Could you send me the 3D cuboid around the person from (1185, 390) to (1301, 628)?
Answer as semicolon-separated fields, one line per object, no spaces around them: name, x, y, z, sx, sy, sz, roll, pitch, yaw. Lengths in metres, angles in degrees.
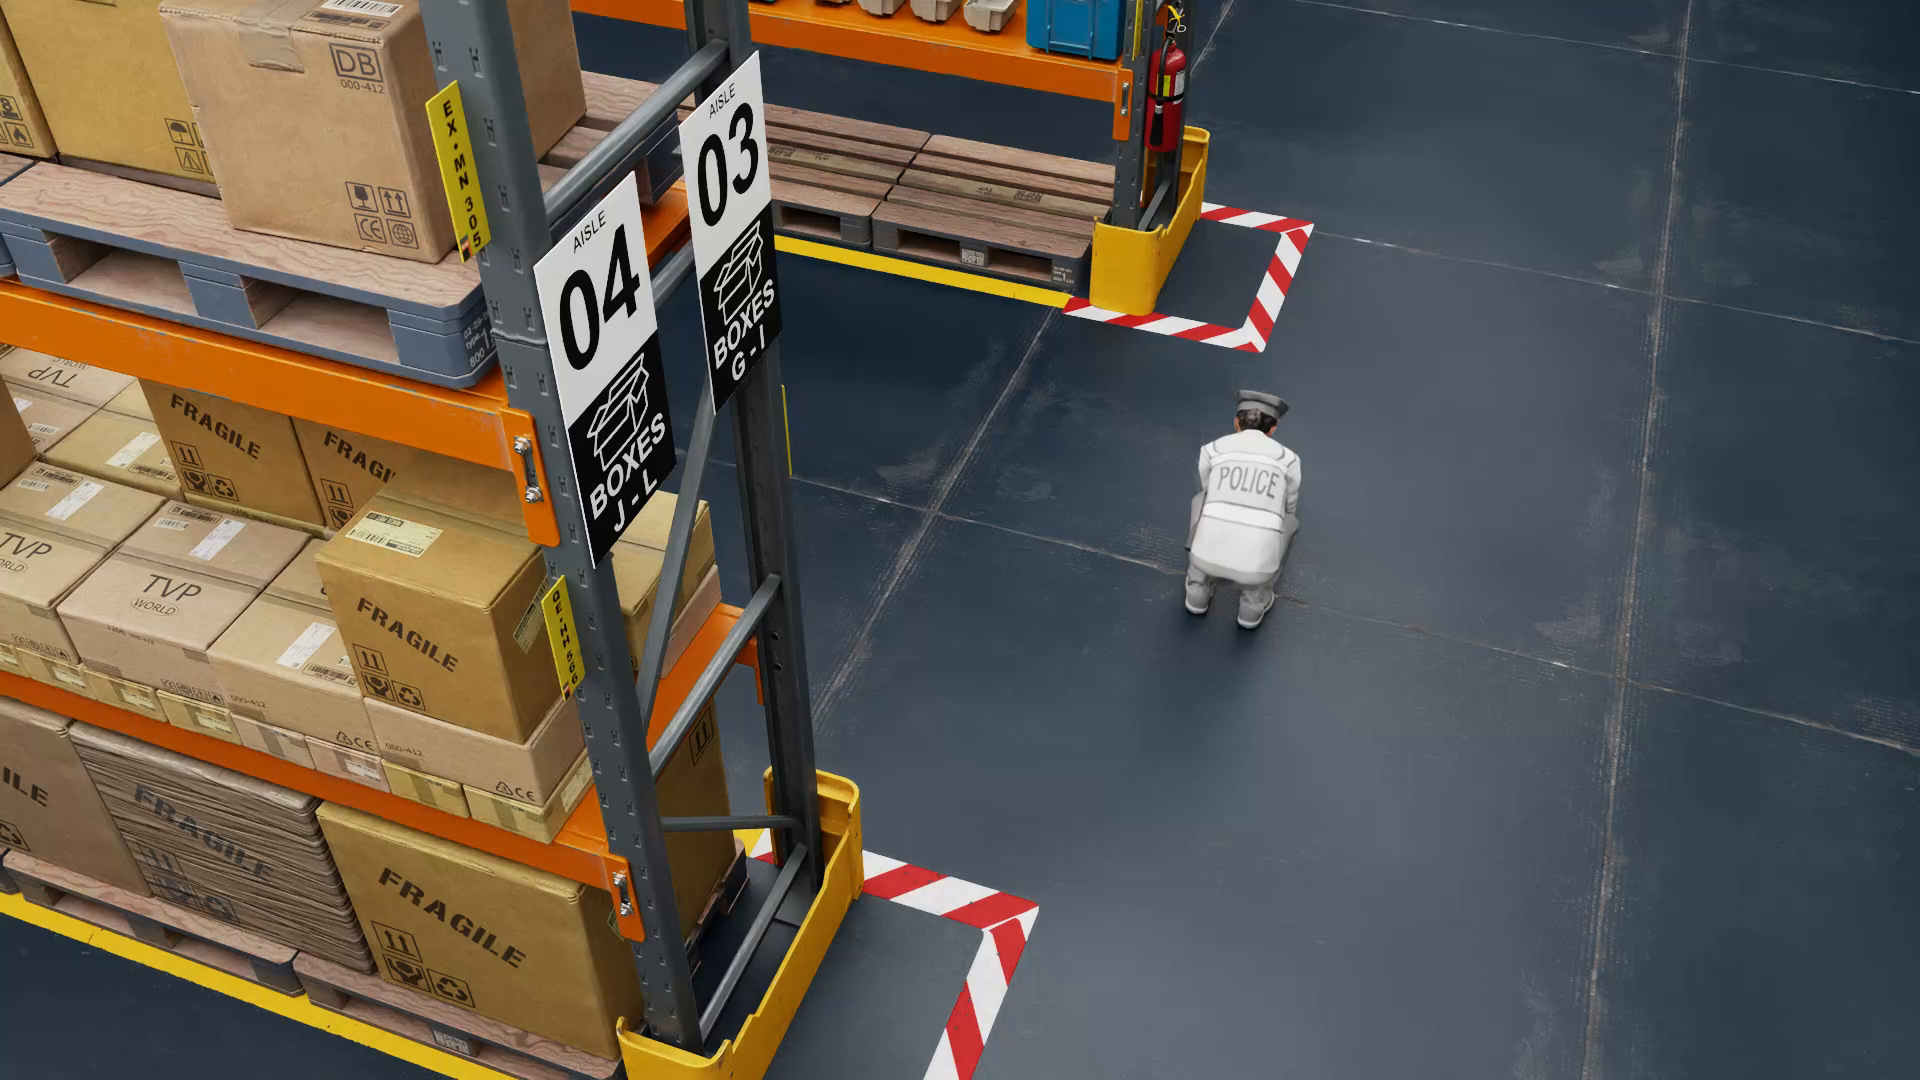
person;1.195;-0.110;7.000;0.469;0.843;0.891;13;43;14
